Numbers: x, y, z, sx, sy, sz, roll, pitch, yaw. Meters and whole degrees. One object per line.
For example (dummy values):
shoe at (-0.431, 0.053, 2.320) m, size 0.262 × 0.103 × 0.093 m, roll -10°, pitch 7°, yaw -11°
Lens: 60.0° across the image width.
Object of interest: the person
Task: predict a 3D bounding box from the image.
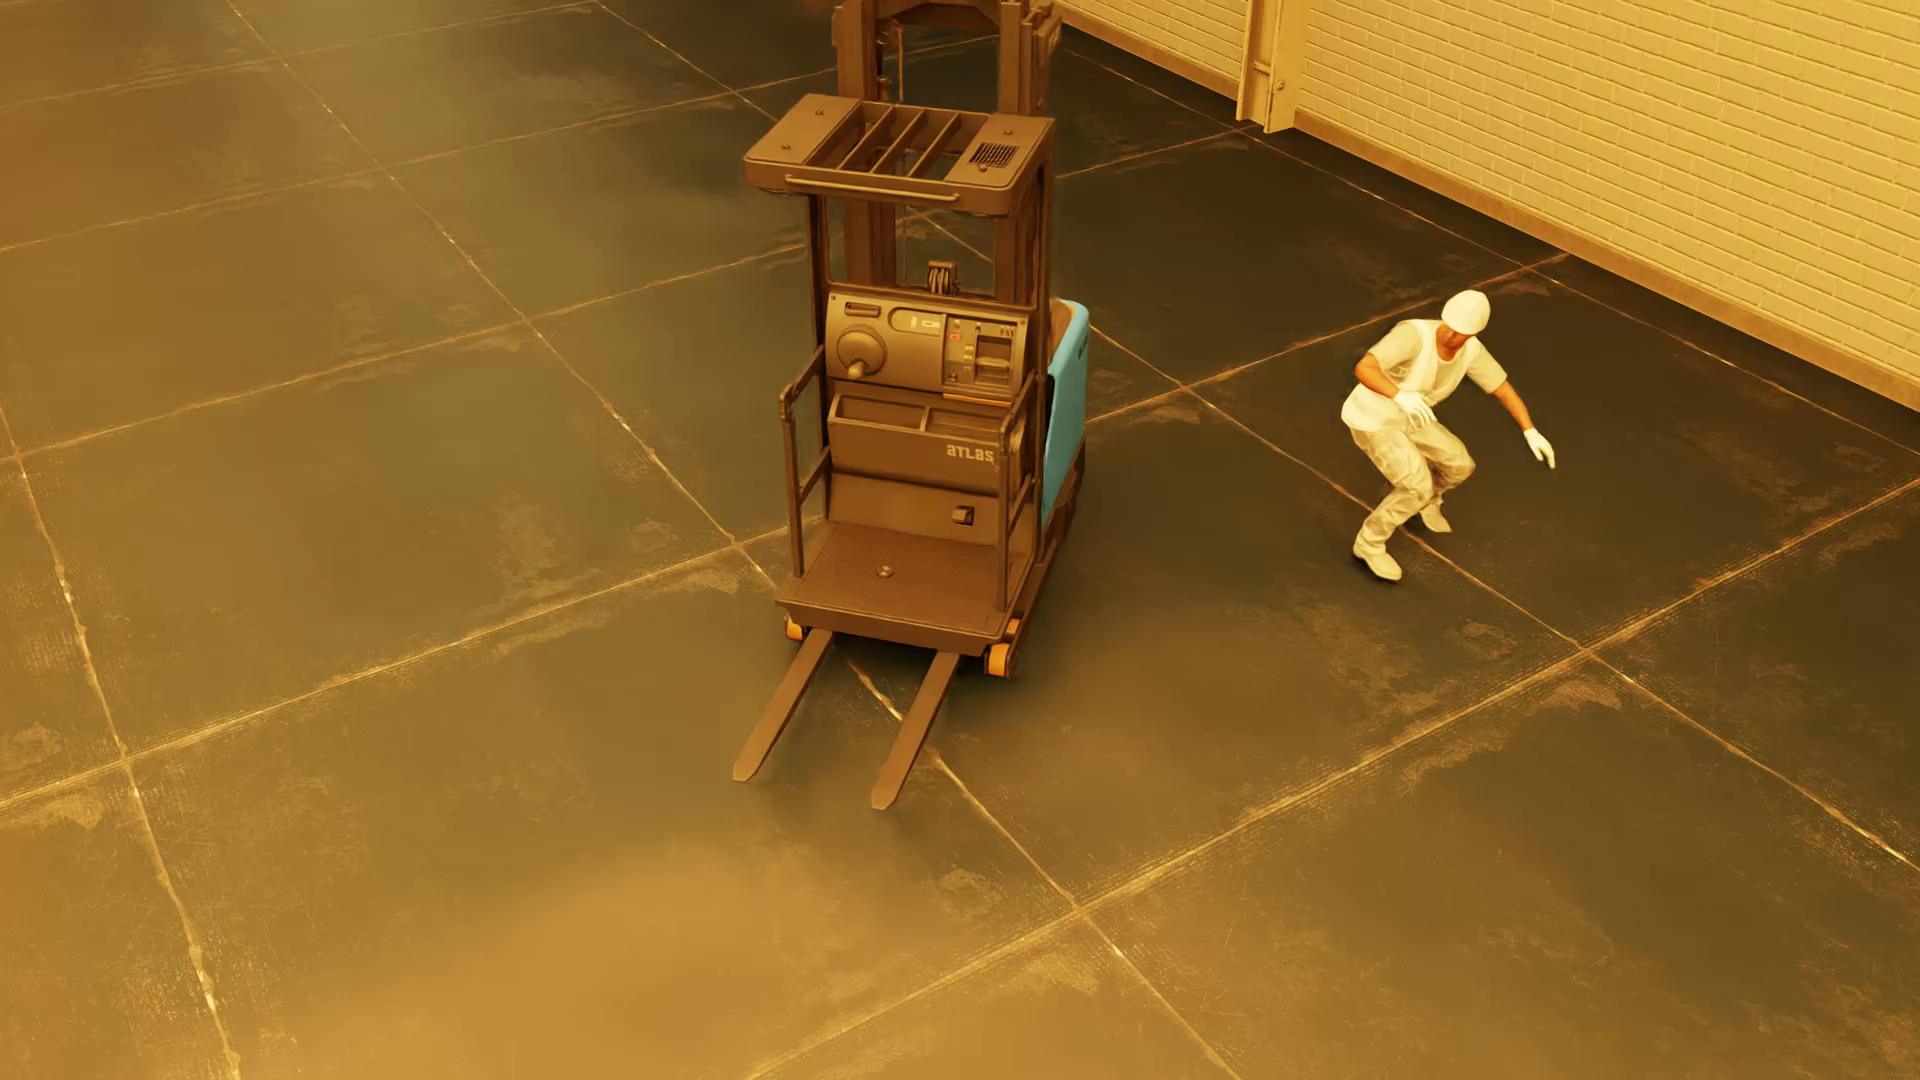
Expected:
person at (2.330, -0.511, 8.156) m, size 0.825 × 1.514 × 0.927 m, roll -24°, pitch 42°, yaw -30°

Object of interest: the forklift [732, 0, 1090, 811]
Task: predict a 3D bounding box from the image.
forklift at (-0.211, -0.810, 7.301) m, size 1.130 × 2.935 × 3.031 m, roll 9°, pitch 36°, yaw 13°
